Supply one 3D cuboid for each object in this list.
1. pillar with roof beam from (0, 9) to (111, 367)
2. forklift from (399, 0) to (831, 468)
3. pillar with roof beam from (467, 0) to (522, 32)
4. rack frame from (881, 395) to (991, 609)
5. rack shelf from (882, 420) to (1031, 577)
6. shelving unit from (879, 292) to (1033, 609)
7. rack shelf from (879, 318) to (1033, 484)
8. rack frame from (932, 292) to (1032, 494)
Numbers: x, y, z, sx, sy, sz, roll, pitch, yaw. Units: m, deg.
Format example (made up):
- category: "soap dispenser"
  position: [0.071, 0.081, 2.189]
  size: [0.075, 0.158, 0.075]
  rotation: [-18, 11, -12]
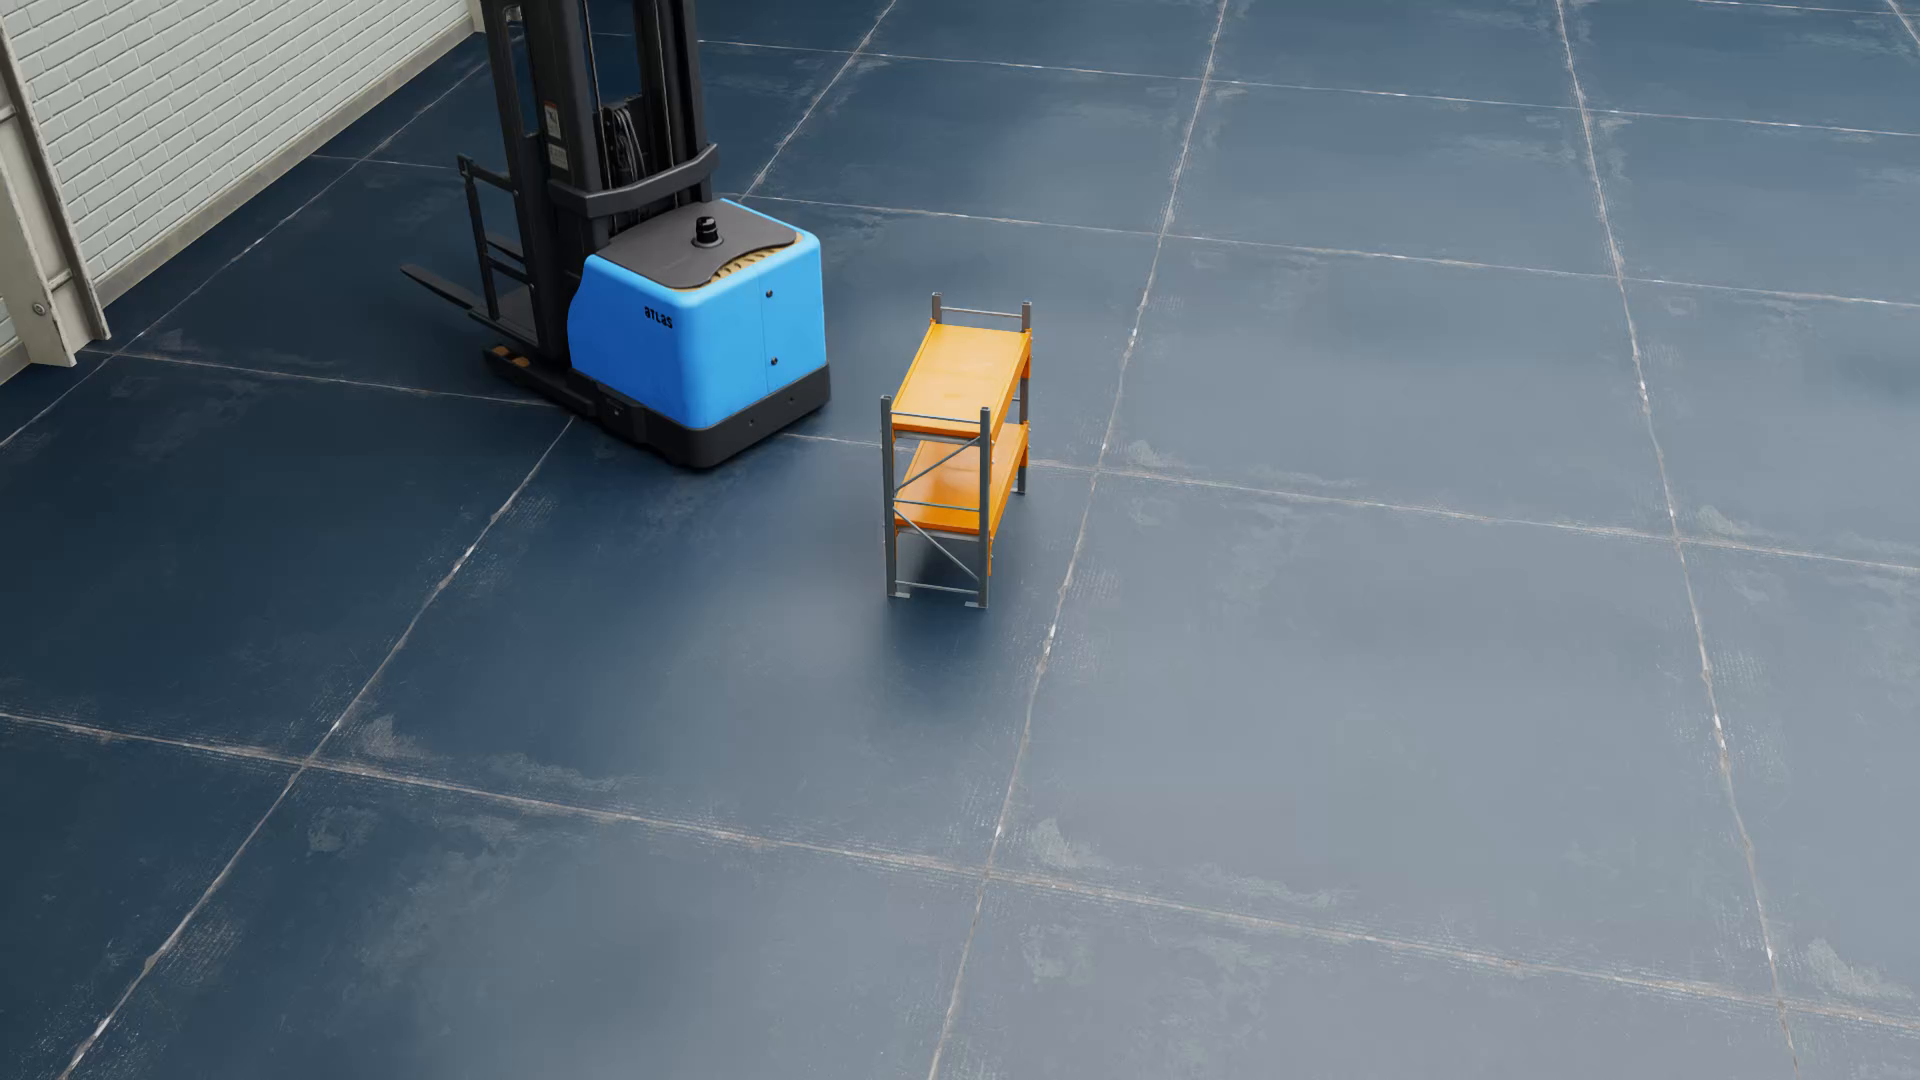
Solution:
- category: "pillar with roof beam"
  position: [-1.218, -4.270, 6.744]
  size: [9.100, 9.000, 0.400]
  rotation: [7, 37, 10]
- category: "forklift"
  position: [-2.185, -2.303, 9.200]
  size: [3.031, 2.935, 1.130]
  rotation: [27, 44, 32]
- category: "pillar with roof beam"
  position: [0.064, -7.710, 11.490]
  size: [9.100, 9.000, 0.400]
  rotation: [7, 37, 10]
- category: "rack frame"
  position: [-0.110, -0.160, 7.783]
  size: [0.500, 1.125, 0.032]
  rotation: [7, 37, 10]
- category: "rack shelf"
  position: [-0.001, -0.254, 8.328]
  size: [0.538, 0.278, 1.000]
  rotation: [7, 37, 10]
- category: "shelving unit"
  position: [-0.001, -0.452, 8.185]
  size: [0.538, 1.125, 1.048]
  rotation: [7, 37, 10]
- category: "rack shelf"
  position: [-0.001, -0.689, 8.013]
  size: [0.538, 0.278, 1.000]
  rotation: [7, 37, 10]
- category: "rack frame"
  position: [0.107, -0.743, 8.587]
  size: [0.500, 1.125, 0.032]
  rotation: [7, 37, 10]
